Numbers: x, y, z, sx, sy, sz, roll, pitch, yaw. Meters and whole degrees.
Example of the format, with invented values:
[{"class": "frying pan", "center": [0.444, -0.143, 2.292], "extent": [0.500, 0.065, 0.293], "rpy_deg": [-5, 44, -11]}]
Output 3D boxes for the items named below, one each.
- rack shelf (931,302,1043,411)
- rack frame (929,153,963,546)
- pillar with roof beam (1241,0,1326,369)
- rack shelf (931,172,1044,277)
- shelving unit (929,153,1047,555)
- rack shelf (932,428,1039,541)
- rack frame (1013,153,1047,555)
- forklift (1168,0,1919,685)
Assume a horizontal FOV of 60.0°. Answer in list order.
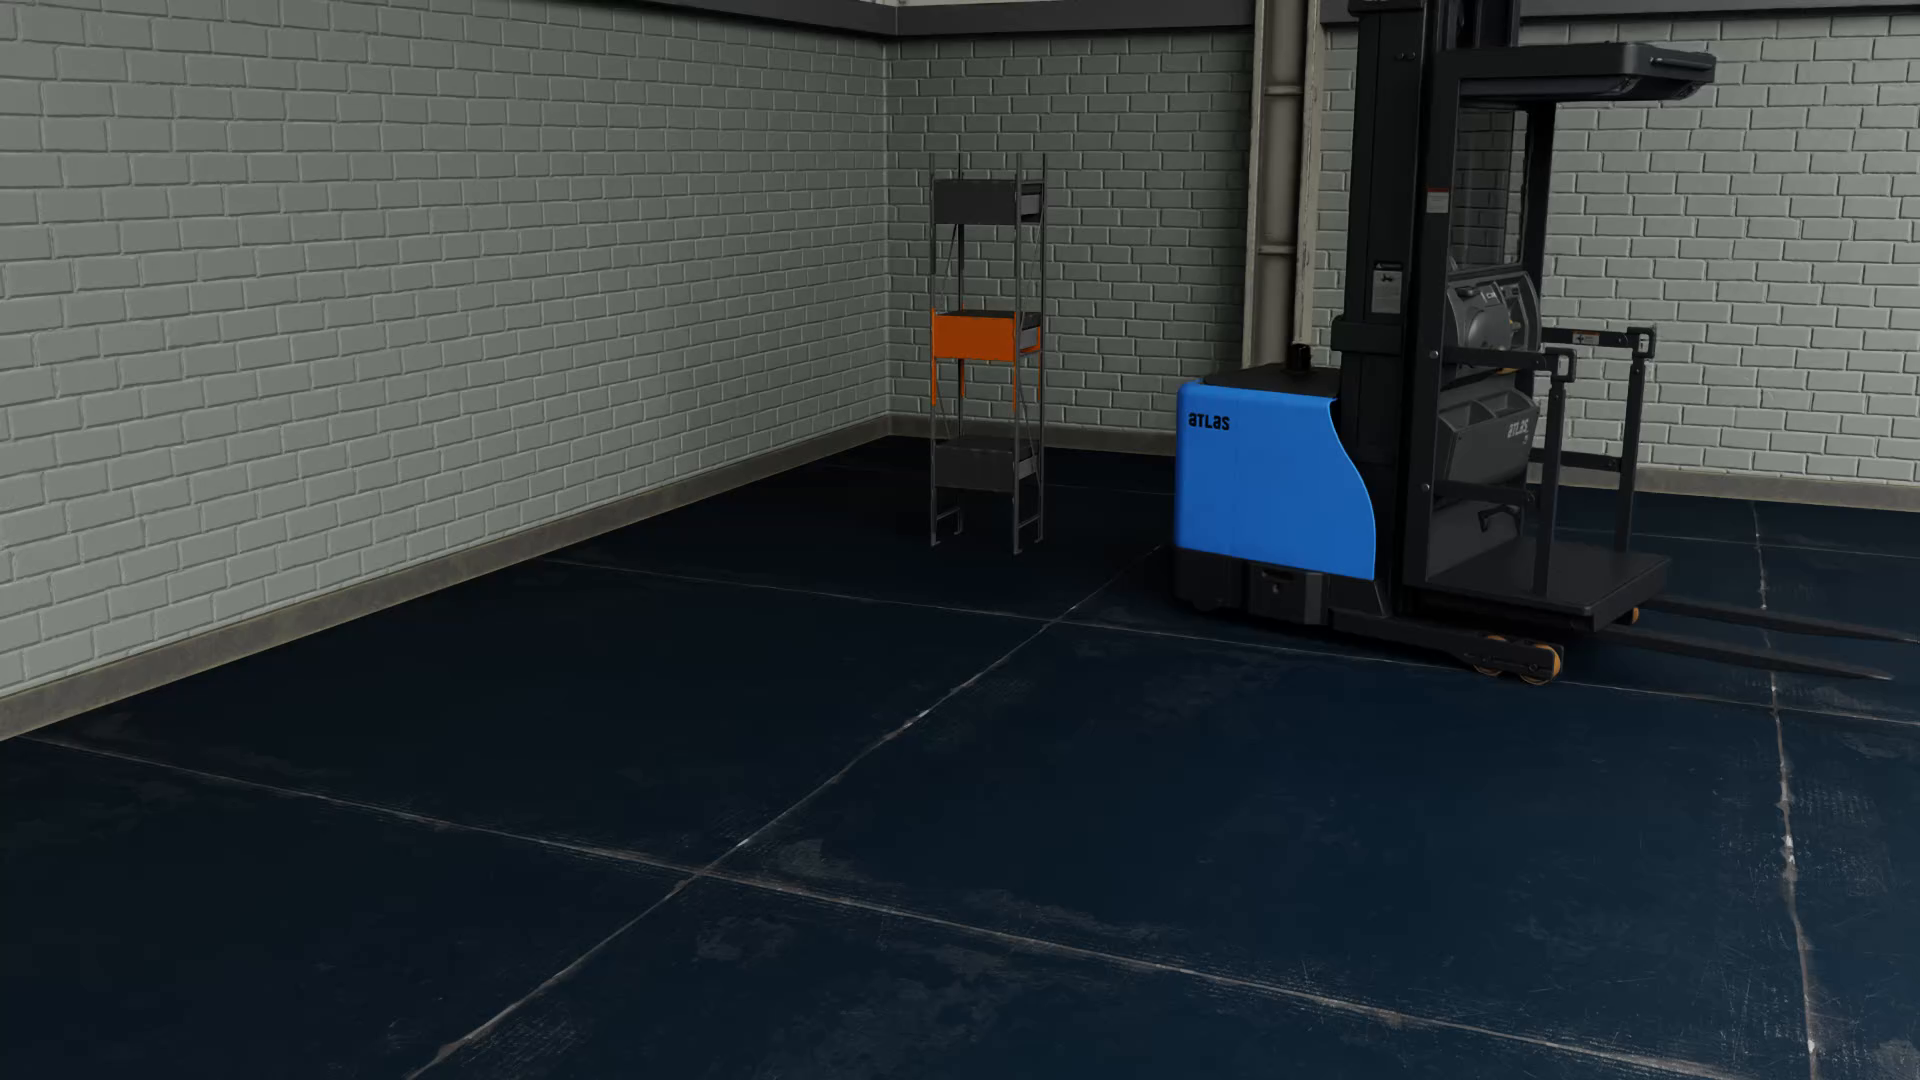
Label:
[{"class": "rack shelf", "center": [0.151, -0.994, 8.953], "extent": [0.480, 0.518, 0.431], "rpy_deg": [6, 14, 23]}, {"class": "rack frame", "center": [-0.072, -1.029, 9.046], "extent": [0.015, 2.100, 0.400], "rpy_deg": [6, 14, 23]}, {"class": "pillar with roof beam", "center": [0.386, -3.982, 6.525], "extent": [0.400, 9.000, 9.100], "rpy_deg": [6, 14, 23]}, {"class": "rack shelf", "center": [0.151, -1.675, 8.793], "extent": [0.480, 0.518, 0.431], "rpy_deg": [6, 14, 23]}, {"class": "shelving unit", "center": [0.151, -1.007, 8.950], "extent": [0.503, 2.100, 0.431], "rpy_deg": [6, 14, 23]}, {"class": "rack shelf", "center": [0.151, -0.312, 9.113], "extent": [0.480, 0.518, 0.431], "rpy_deg": [6, 14, 23]}, {"class": "rack frame", "center": [0.374, -0.984, 8.853], "extent": [0.015, 2.100, 0.400], "rpy_deg": [6, 14, 23]}, {"class": "forklift", "center": [2.447, -0.975, 6.994], "extent": [3.031, 2.935, 1.130], "rpy_deg": [10, 17, 38]}]
